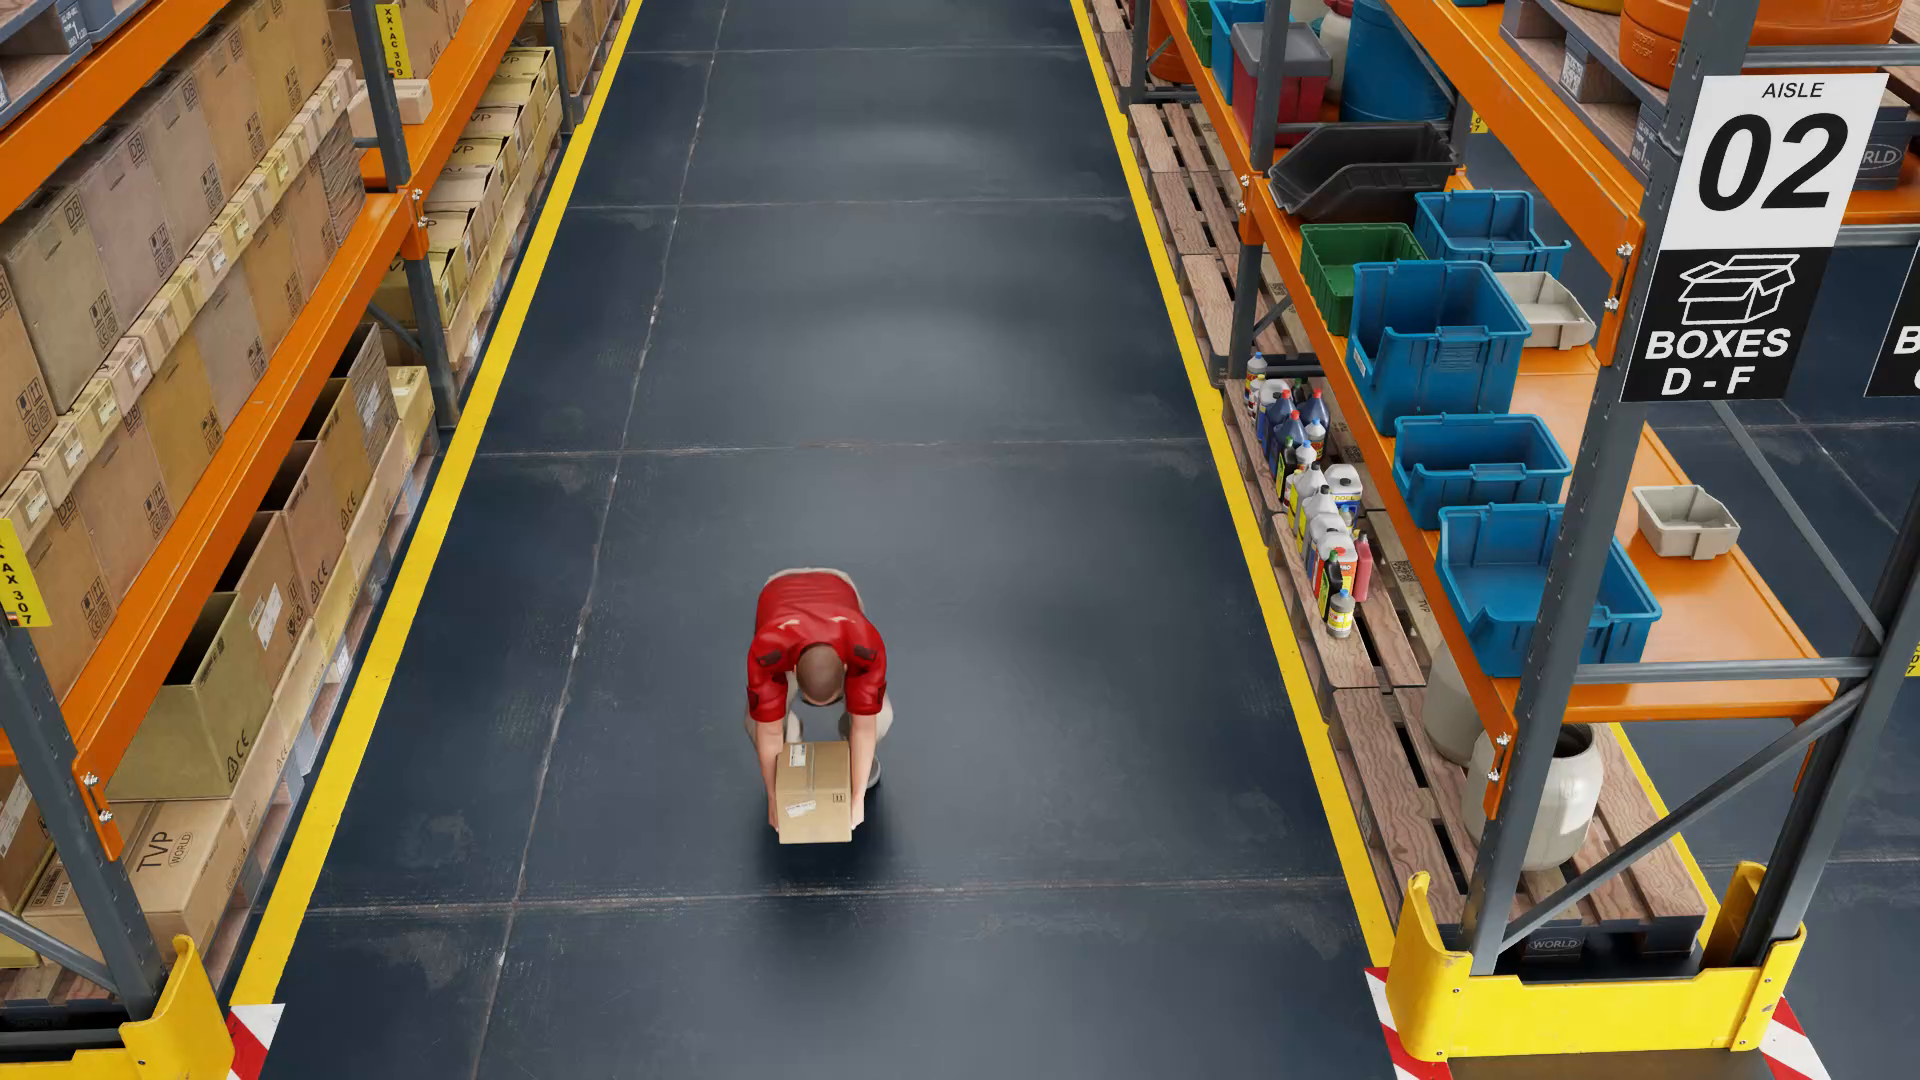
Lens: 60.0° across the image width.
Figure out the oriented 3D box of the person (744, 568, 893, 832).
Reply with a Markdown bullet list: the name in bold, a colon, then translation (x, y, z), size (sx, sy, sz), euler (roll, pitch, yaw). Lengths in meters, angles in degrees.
- **person**: translation (-0.517, 0.560, 6.024), size (0.542, 0.973, 0.920), euler (-3, 35, -4)
